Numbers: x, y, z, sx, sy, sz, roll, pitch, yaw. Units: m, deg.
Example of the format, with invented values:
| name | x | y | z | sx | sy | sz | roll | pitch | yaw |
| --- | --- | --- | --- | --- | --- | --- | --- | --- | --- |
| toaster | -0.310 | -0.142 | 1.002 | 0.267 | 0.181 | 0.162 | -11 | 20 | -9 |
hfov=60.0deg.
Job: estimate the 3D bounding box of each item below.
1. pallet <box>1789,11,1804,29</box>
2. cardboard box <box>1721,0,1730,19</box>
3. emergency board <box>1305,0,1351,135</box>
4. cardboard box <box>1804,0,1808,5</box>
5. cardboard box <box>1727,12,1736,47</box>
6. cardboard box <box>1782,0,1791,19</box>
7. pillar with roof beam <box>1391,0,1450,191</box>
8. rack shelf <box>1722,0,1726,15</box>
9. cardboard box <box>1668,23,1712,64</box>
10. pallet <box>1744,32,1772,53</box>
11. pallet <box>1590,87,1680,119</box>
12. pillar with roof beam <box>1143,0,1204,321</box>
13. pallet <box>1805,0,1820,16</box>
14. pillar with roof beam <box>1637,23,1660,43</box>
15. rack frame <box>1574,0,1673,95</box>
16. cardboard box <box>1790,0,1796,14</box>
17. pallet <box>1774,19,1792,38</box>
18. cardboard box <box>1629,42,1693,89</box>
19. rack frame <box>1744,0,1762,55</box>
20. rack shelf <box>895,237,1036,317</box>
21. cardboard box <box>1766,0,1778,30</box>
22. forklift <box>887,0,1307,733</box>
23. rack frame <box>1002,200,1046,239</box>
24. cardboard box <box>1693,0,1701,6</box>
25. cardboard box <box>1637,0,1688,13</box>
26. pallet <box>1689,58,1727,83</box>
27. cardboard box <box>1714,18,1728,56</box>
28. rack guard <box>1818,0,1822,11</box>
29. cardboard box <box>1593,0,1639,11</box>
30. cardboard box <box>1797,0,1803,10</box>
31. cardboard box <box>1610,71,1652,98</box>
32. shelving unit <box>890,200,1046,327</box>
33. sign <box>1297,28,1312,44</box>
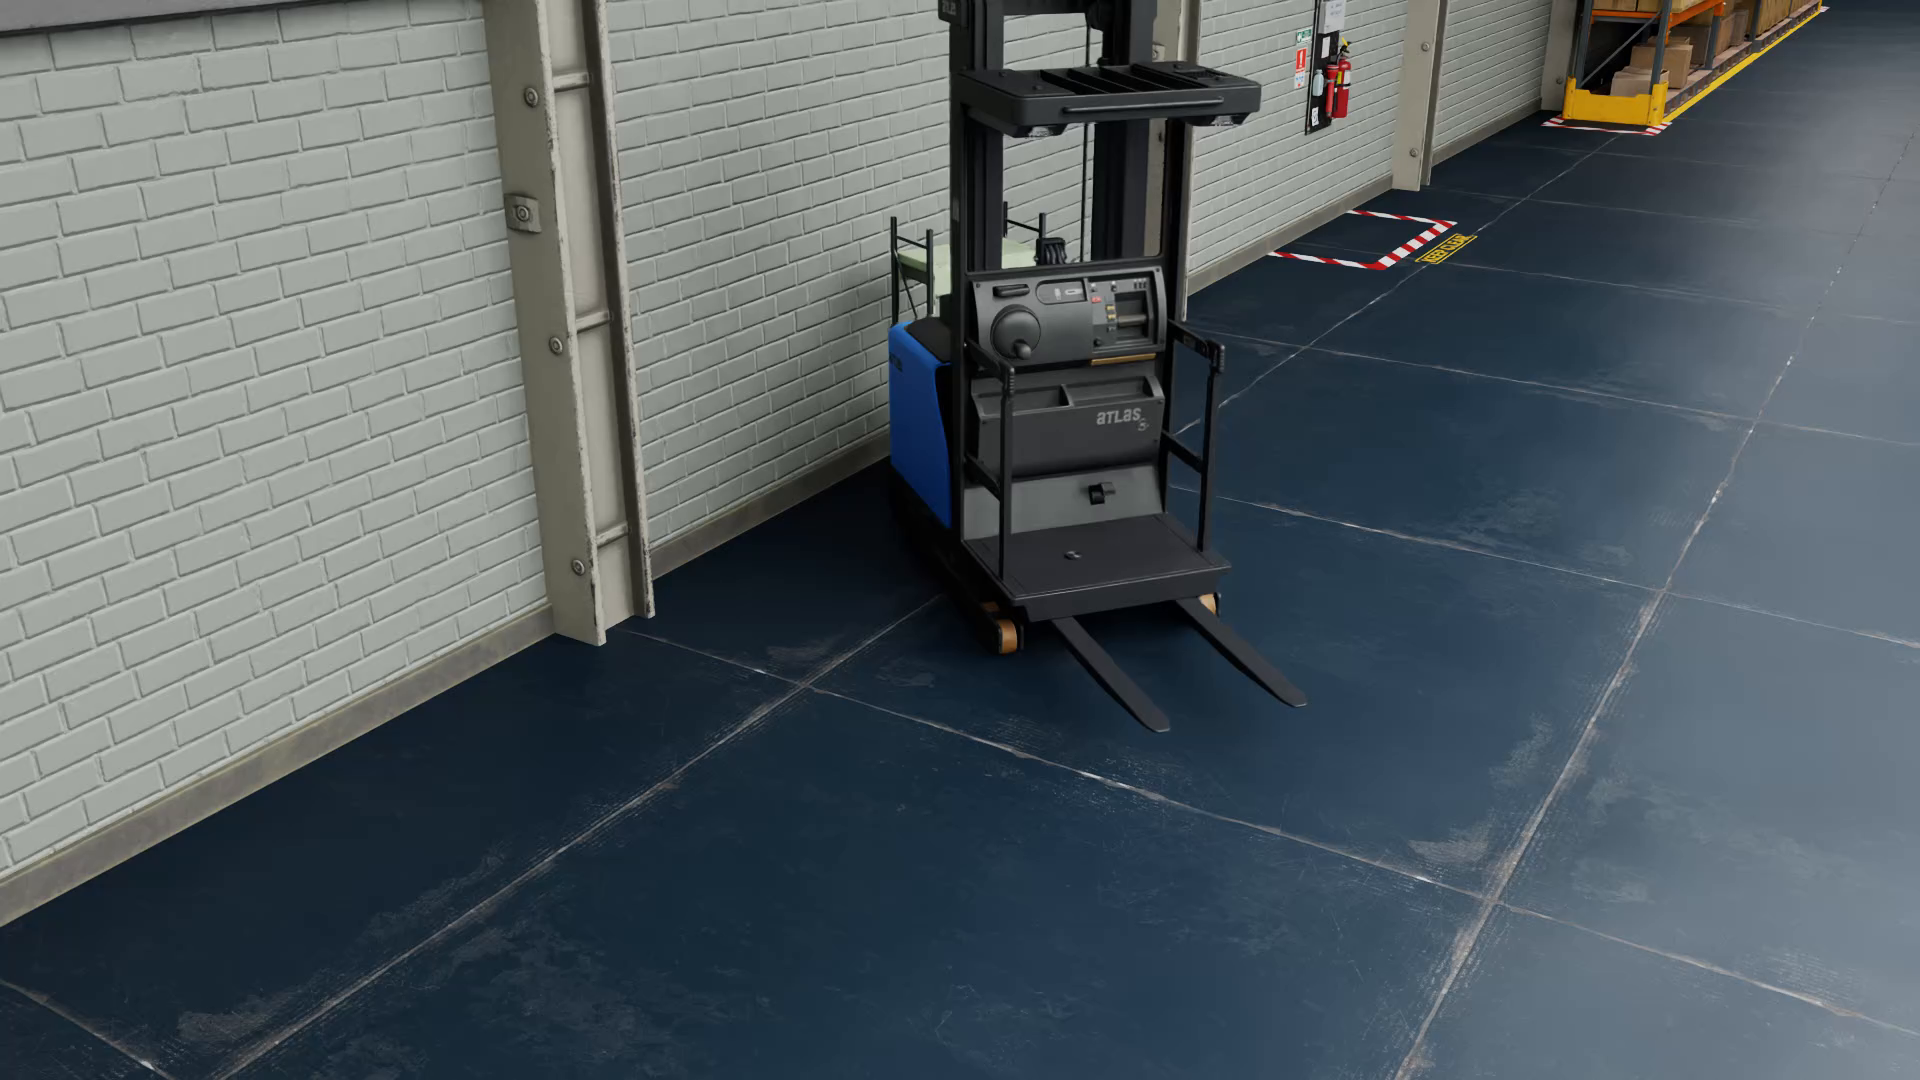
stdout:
| name | x | y | z | sx | sy | sz | roll | pitch | yaw |
| --- | --- | --- | --- | --- | --- | --- | --- | --- | --- |
| pallet | 14.975 | -9.656 | 30.790 | 1.003 | 0.211 | 1.213 | 14 | 27 | 29 |
| cardboard box | 11.441 | -8.137 | 25.418 | 0.500 | 0.250 | 0.500 | 14 | 27 | 29 |
| emergency board | 3.311 | -4.212 | 14.704 | 0.194 | 1.169 | 0.643 | 14 | 27 | 29 |
| cardboard box | 16.069 | -10.665 | 32.228 | 0.700 | 0.500 | 0.500 | 14 | 27 | 29 |
| cardboard box | 11.691 | -7.997 | 26.040 | 0.700 | 0.500 | 0.500 | 14 | 27 | 29 |
| cardboard box | 14.275 | -9.655 | 29.455 | 0.750 | 0.750 | 0.750 | 14 | 27 | 30 |
| pillar with roof beam | 8.304 | -6.889 | 13.336 | 9.100 | 9.000 | 0.400 | 14 | 27 | 29 |
| rack shelf | 11.342 | -8.340 | 25.146 | 1.077 | 0.370 | 4.000 | 14 | 27 | 29 |
| cardboard box | 10.661 | -7.302 | 24.435 | 0.700 | 0.500 | 0.500 | 15 | 28 | 31 |
| pallet | 12.877 | -8.316 | 27.694 | 1.003 | 0.211 | 1.213 | 14 | 27 | 29 |
| pallet | 8.676 | -5.658 | 21.555 | 1.003 | 0.211 | 1.213 | 14 | 27 | 29 |
| pillar with roof beam | 5.139 | -4.864 | 8.658 | 9.100 | 9.000 | 0.400 | 14 | 27 | 29 |
| pallet | 16.262 | -10.480 | 32.692 | 1.003 | 0.211 | 1.213 | 14 | 27 | 29 |
| pillar with roof beam | 14.634 | -10.939 | 22.692 | 9.100 | 9.000 | 0.400 | 14 | 27 | 29 |
| rack frame | 8.177 | -6.645 | 20.325 | 1.000 | 3.000 | 0.127 | 14 | 27 | 29 |
| cardboard box | 14.989 | -9.972 | 30.627 | 0.700 | 0.500 | 0.500 | 14 | 27 | 30 |
| pallet | 14.164 | -9.140 | 29.597 | 1.003 | 0.211 | 1.213 | 14 | 27 | 29 |
| cardboard box | 9.349 | -6.344 | 22.222 | 0.700 | 0.500 | 0.500 | 12 | 26 | 26 |
| rack frame | 12.397 | -9.346 | 26.562 | 1.000 | 3.000 | 0.127 | 14 | 27 | 29 |
| rack shelf | 0.046 | -1.445 | 9.217 | 0.720 | 0.370 | 0.431 | -15 | 27 | -30 |
| cardboard box | 13.364 | -9.067 | 28.096 | 0.750 | 0.750 | 0.750 | 14 | 27 | 29 |
| forklift | 0.577 | -1.005 | 7.382 | 1.130 | 2.935 | 3.031 | -8 | 25 | -18 |
| rack frame | 0.351 | -1.167 | 9.557 | 0.023 | 1.500 | 0.400 | -15 | 27 | -30 |
| cardboard box | 9.240 | -7.033 | 21.384 | 0.500 | 0.250 | 0.500 | 13 | 27 | 28 |
| cardboard box | 8.704 | -6.684 | 20.578 | 0.500 | 0.250 | 0.500 | 13 | 27 | 27 |
| pallet | 10.696 | -6.979 | 24.605 | 1.003 | 0.211 | 1.213 | 14 | 27 | 29 |
| cardboard box | 11.195 | -7.651 | 25.240 | 0.700 | 0.500 | 0.500 | 14 | 27 | 30 |
| rack guard | 16.630 | -10.907 | 33.315 | 1.175 | 0.500 | 0.348 | 14 | 27 | 29 |
| cardboard box | 8.259 | -6.784 | 20.809 | 0.500 | 0.250 | 0.500 | 14 | 27 | 30 |
| cardboard box | 15.529 | -10.314 | 31.417 | 0.700 | 0.500 | 0.500 | 15 | 27 | 30 |
| cardboard box | 8.618 | -5.828 | 21.268 | 0.500 | 0.311 | 0.500 | 11 | 26 | 23 |
| shelving unit | 0.046 | -1.087 | 9.372 | 0.755 | 1.500 | 0.431 | -15 | 27 | -30 |
| sign | 2.941 | -4.306 | 14.209 | 0.001 | 0.109 | 0.331 | 14 | 27 | 29 |
